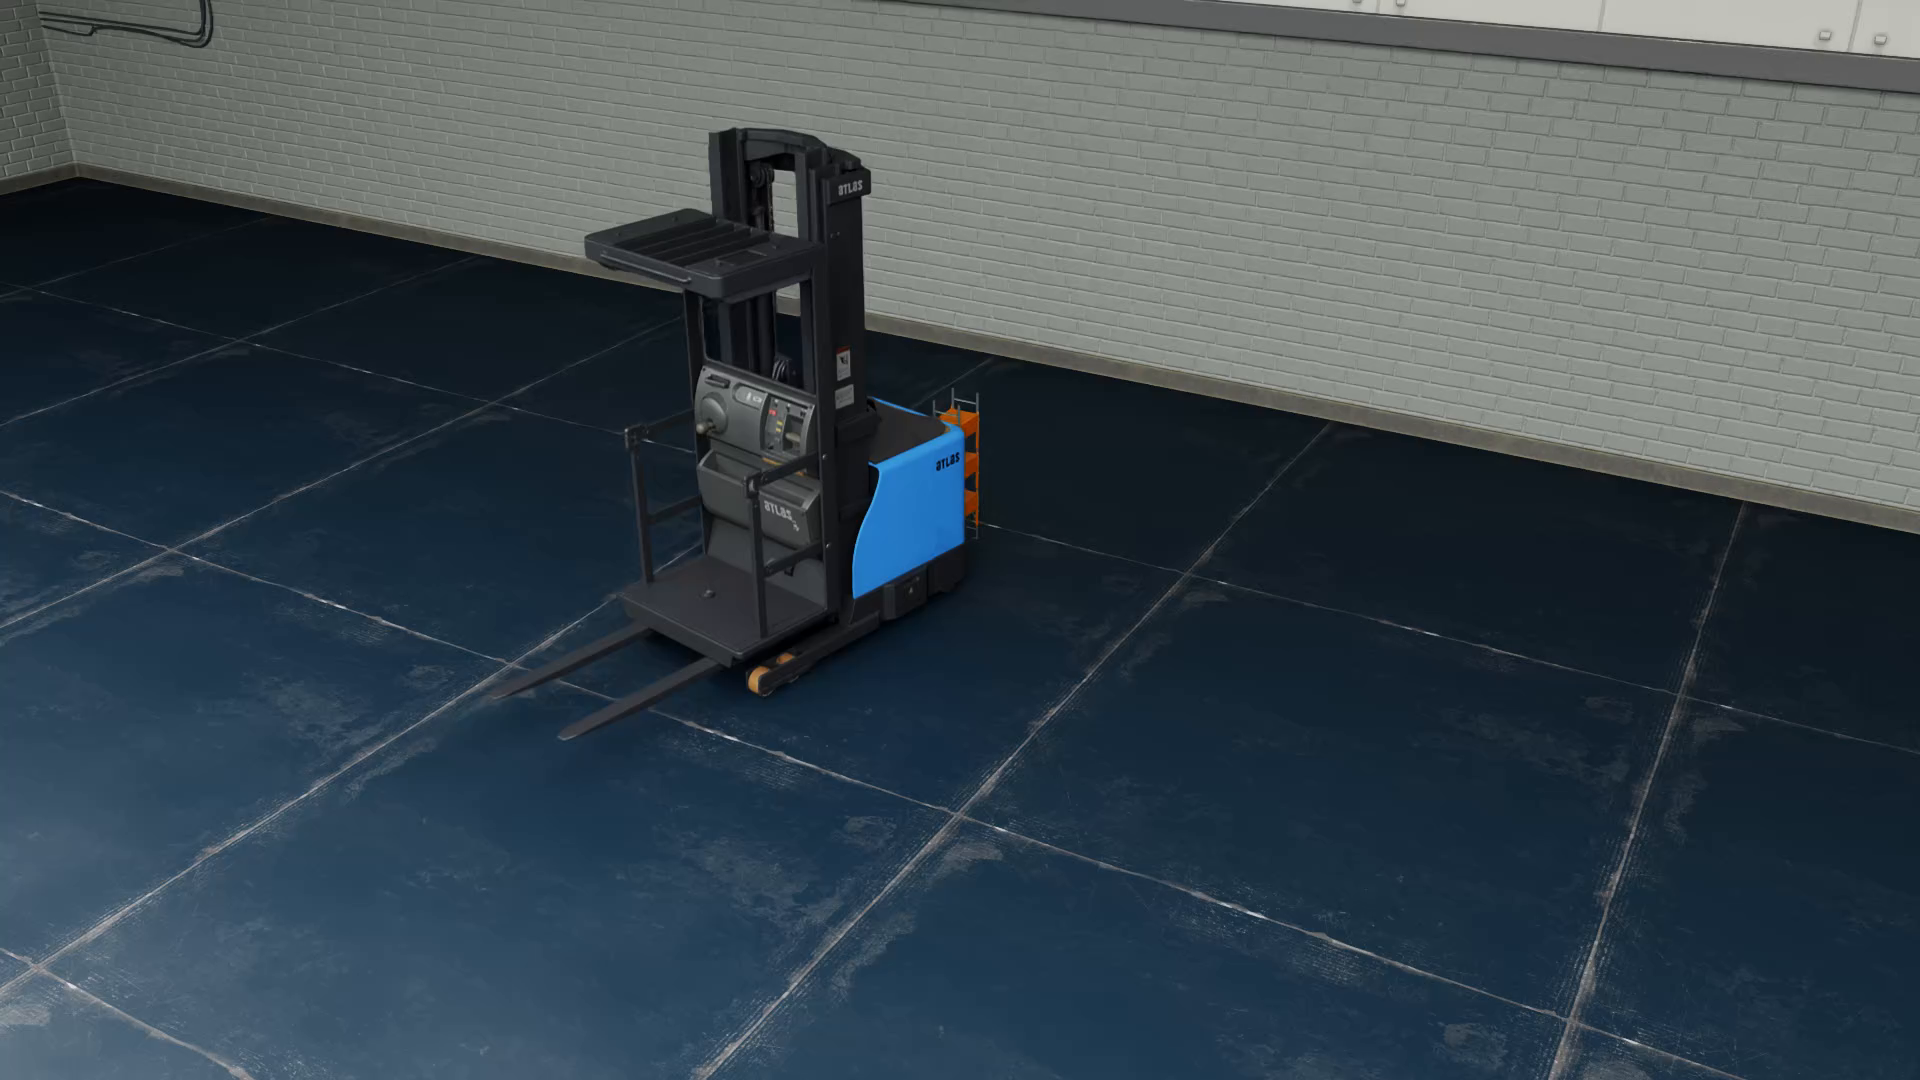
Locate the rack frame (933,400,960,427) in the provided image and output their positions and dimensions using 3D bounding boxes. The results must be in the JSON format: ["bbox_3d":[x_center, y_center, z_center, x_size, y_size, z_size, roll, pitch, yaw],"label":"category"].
[{"bbox_3d":[-0.086,-0.401,10.798,0.200,1.050,0.008,14,30,26],"label":"rack frame"}]

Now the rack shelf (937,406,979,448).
[{"bbox_3d":[-0.026,-0.693,10.771,0.215,0.259,0.240,14,30,26],"label":"rack shelf"}]

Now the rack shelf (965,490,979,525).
[{"bbox_3d":[-0.026,-0.191,11.022,0.215,0.259,0.240,14,30,26],"label":"rack shelf"}]

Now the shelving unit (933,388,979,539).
[{"bbox_3d":[-0.026,-0.449,10.893,0.215,1.050,0.252,14,30,26],"label":"shelving unit"}]

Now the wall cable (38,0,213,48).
[{"bbox_3d":[-9.274,-6.647,17.864,3.097,2.526,0.112,14,30,26],"label":"wall cable"}]

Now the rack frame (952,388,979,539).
[{"bbox_3d":[0.034,-0.496,10.988,0.200,1.050,0.008,14,30,26],"label":"rack frame"}]

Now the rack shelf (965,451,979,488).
[{"bbox_3d":[-0.026,-0.439,10.898,0.215,0.259,0.240,14,30,26],"label":"rack shelf"}]

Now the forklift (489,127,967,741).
[{"bbox_3d":[-1.303,-0.683,9.260,1.130,2.935,3.031,21,34,36],"label":"forklift"}]
